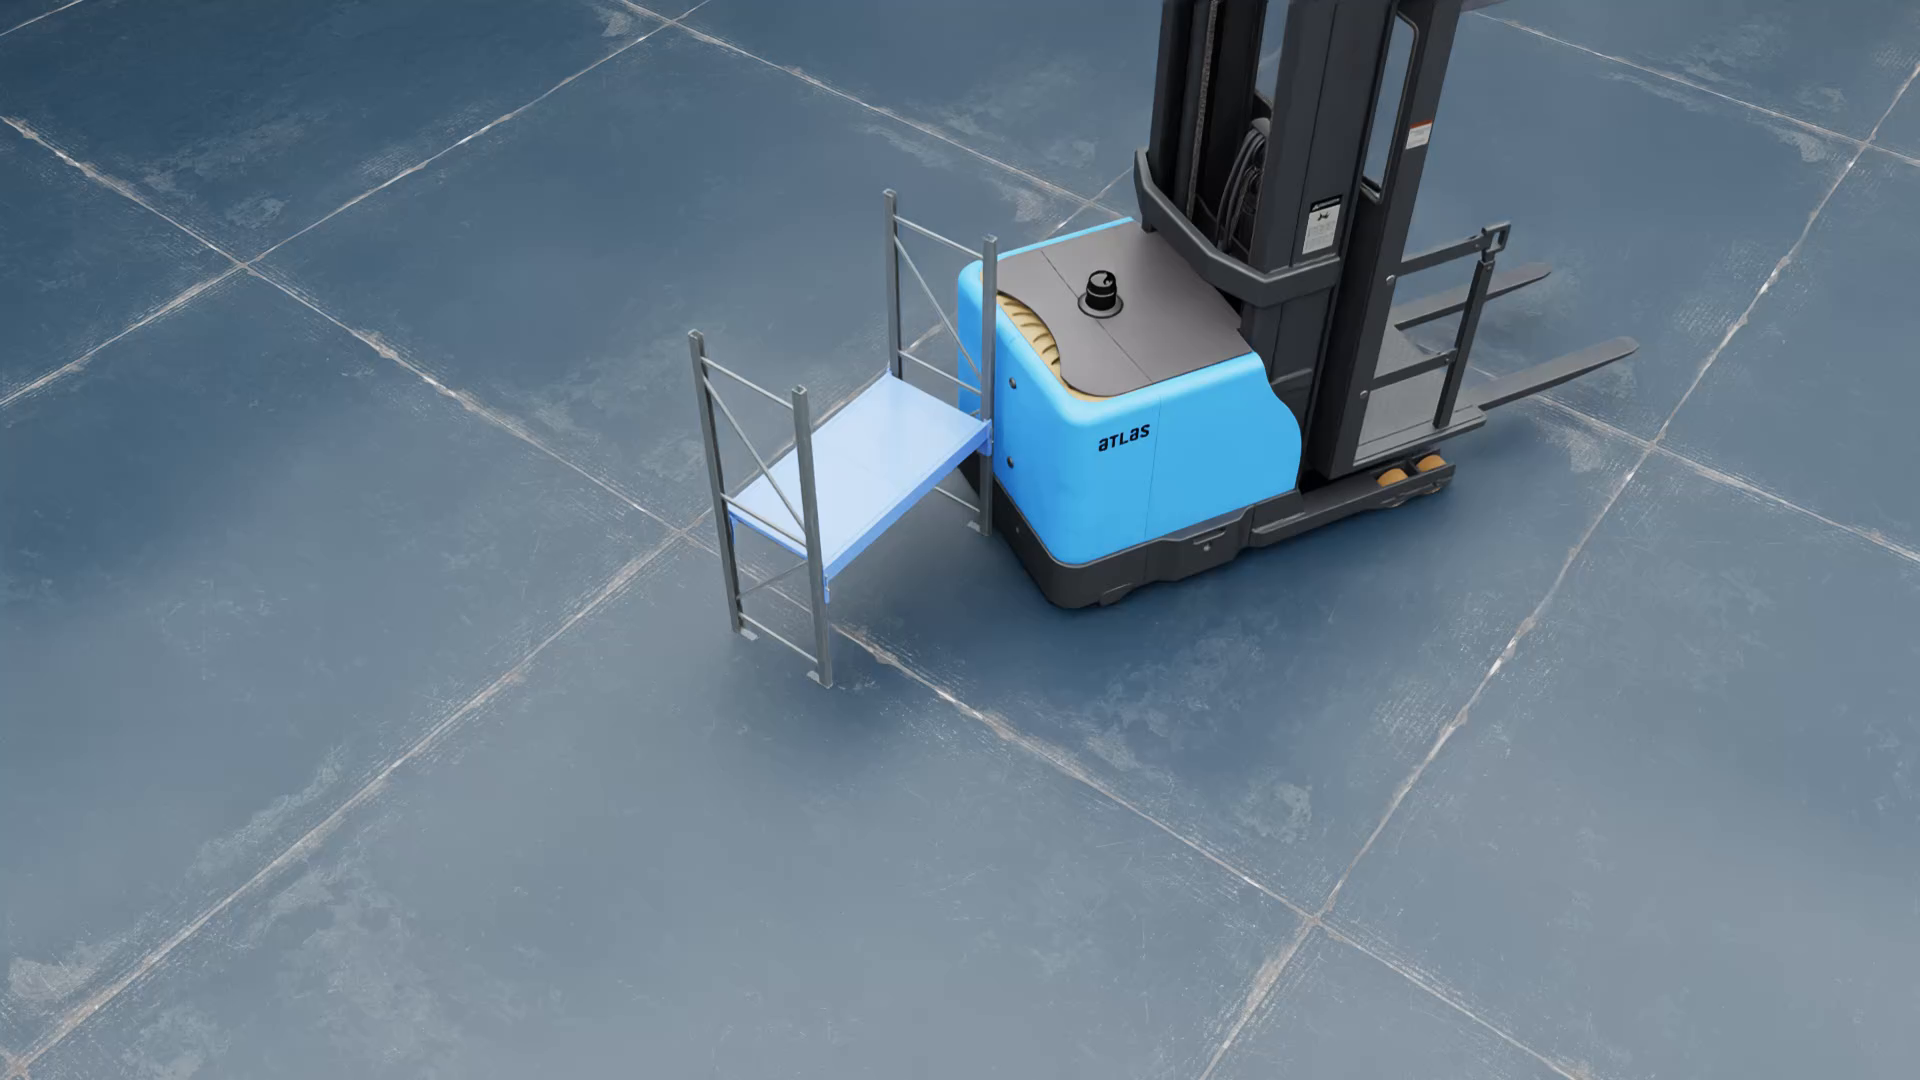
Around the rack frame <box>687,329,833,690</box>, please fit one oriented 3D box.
[{"bbox_3d":[-0.694,-0.063,5.938,0.500,1.500,0.032,29,53,25],"label":"rack frame"}]

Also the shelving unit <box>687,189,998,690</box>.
[{"bbox_3d":[-0.384,-0.355,6.216,0.538,1.500,1.048,29,53,25],"label":"shelving unit"}]

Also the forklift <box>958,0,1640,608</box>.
[{"bbox_3d":[1.535,-1.478,6.300,3.031,2.935,1.130,-19,49,-17],"label":"forklift"}]

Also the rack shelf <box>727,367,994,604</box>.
[{"bbox_3d":[-0.384,-0.230,6.346,0.538,0.185,1.000,29,53,25],"label":"rack shelf"}]

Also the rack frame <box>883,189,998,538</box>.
[{"bbox_3d":[-0.074,-0.646,6.495,0.500,1.500,0.032,29,53,25],"label":"rack frame"}]
